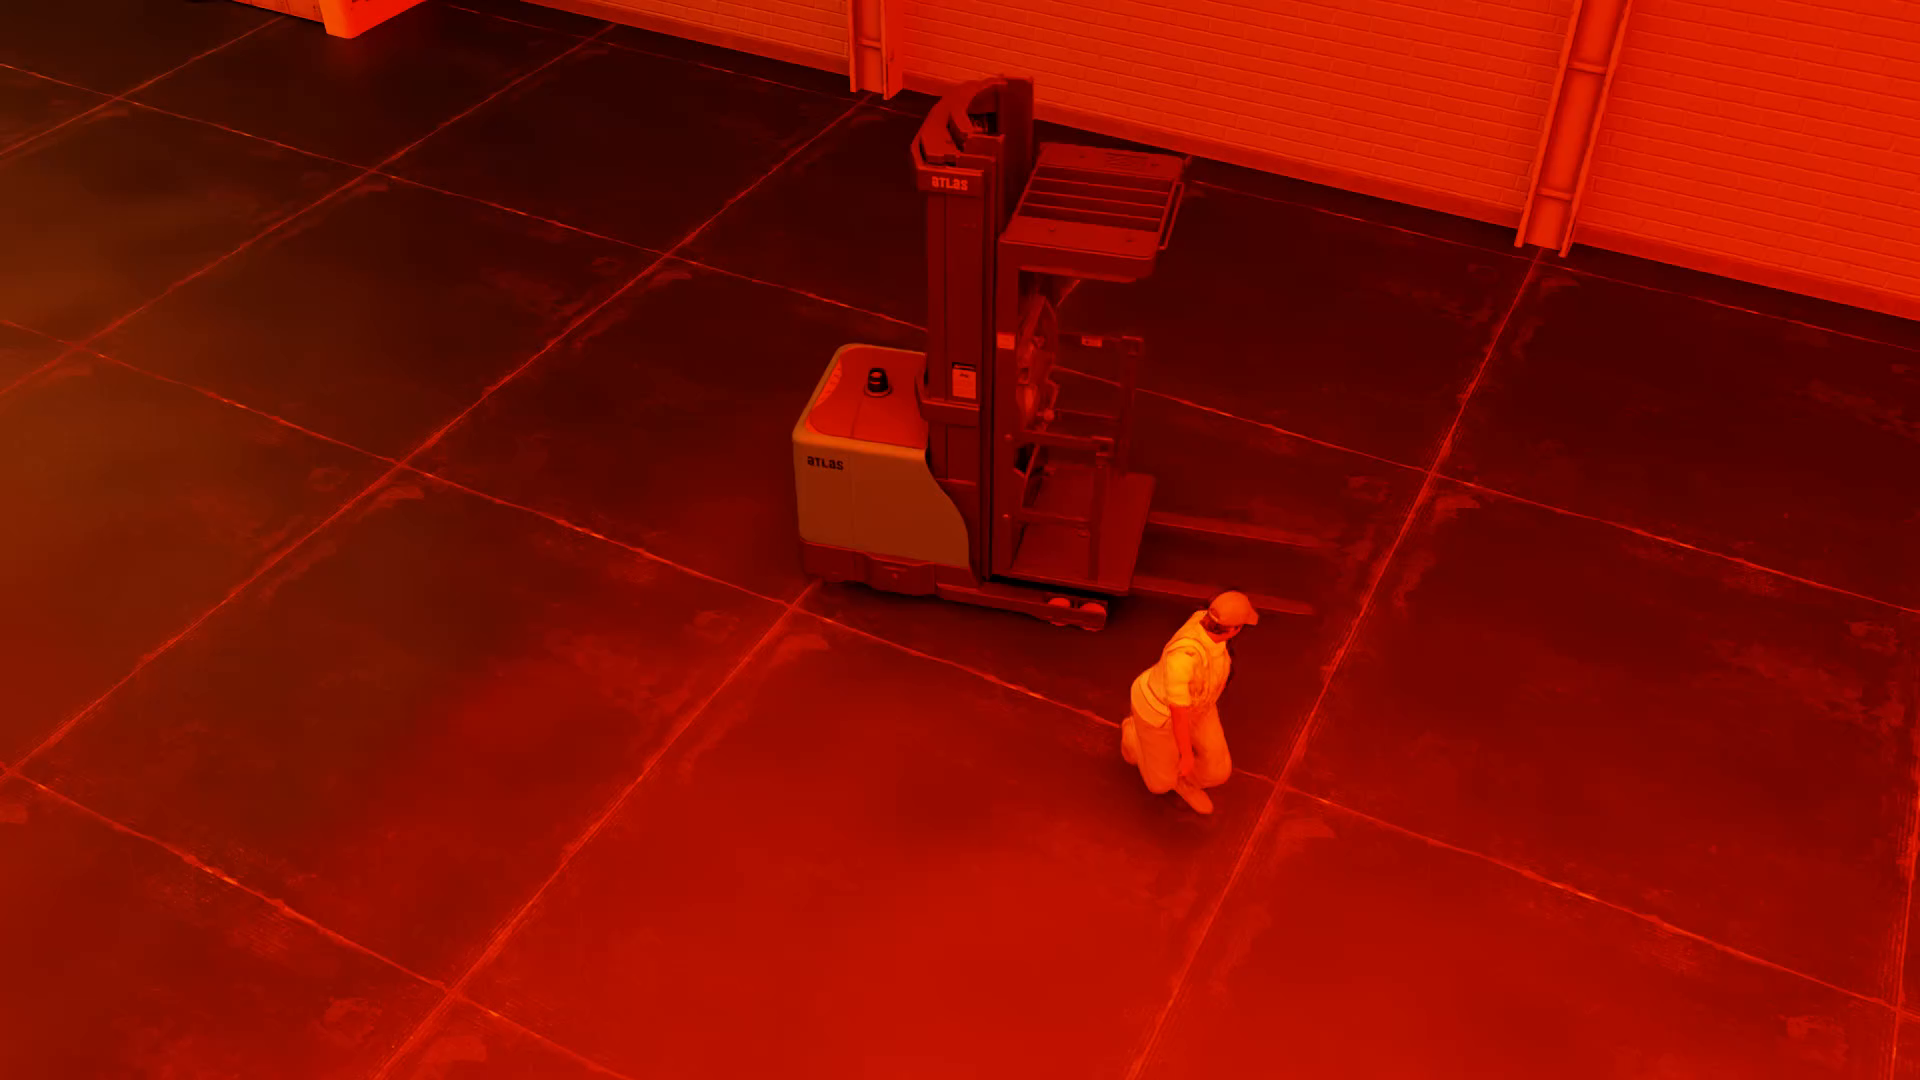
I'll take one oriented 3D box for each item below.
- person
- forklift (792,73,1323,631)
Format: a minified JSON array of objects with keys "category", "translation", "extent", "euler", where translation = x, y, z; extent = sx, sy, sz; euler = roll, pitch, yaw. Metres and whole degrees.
[{"category":"person","translation":[1.125,0.758,8.269],"extent":[0.633,1.452,0.683],"euler":[-26,47,-28]},{"category":"forklift","translation":[0.613,-0.972,9.141],"extent":[3.031,2.935,1.130],"euler":[9,41,11]}]
